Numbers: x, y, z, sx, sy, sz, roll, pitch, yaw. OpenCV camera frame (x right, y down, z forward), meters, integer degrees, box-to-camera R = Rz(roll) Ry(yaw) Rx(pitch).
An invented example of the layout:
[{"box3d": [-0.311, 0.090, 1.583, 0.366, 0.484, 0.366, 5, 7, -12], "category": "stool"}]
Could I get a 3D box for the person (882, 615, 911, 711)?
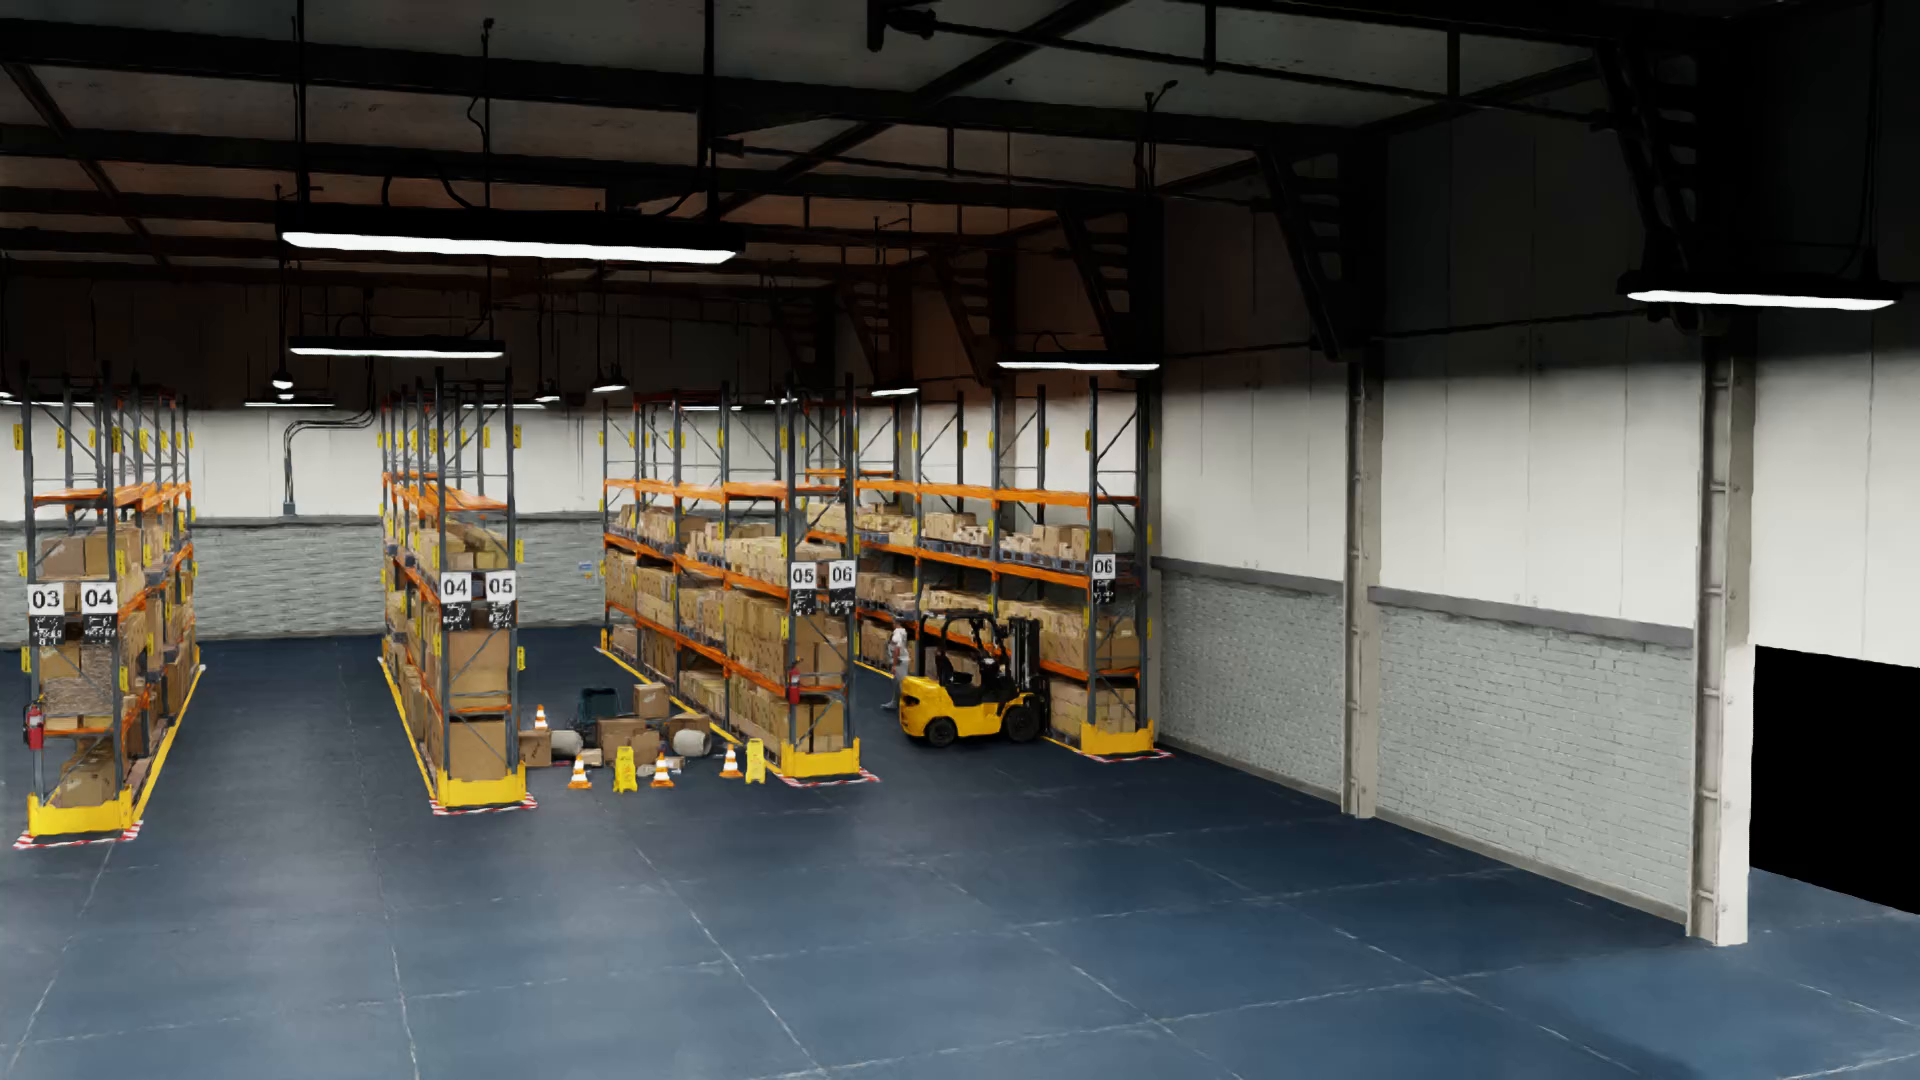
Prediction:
[{"box3d": [-1.164, 2.265, 30.745, 0.591, 1.744, 0.669, 0, 3, 4], "category": "person"}]
